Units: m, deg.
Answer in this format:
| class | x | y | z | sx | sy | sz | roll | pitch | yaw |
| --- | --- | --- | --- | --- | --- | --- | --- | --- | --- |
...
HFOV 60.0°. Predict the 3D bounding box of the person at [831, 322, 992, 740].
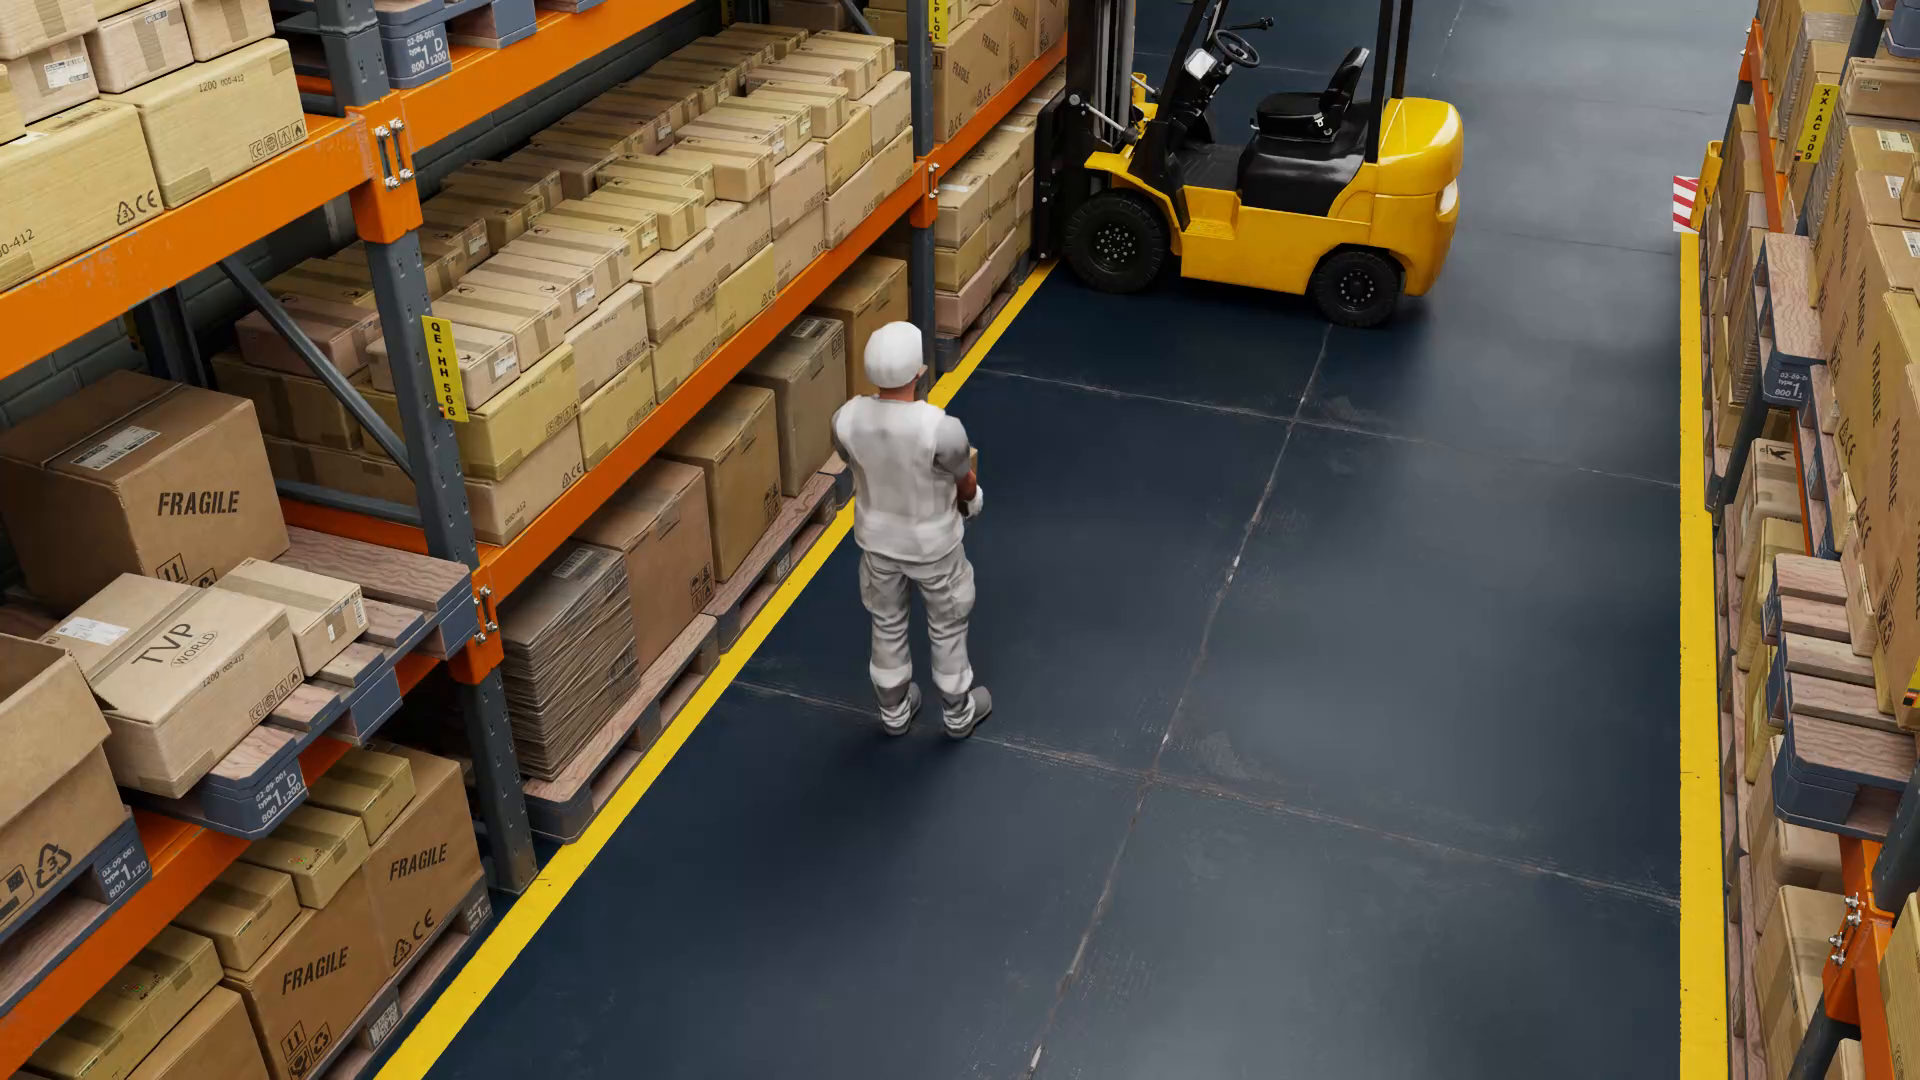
| class | x | y | z | sx | sy | sz | roll | pitch | yaw |
| --- | --- | --- | --- | --- | --- | --- | --- | --- | --- |
| person | -0.162 | -0.039 | 6.173 | 0.525 | 1.793 | 0.540 | 11 | 35 | 16 |
